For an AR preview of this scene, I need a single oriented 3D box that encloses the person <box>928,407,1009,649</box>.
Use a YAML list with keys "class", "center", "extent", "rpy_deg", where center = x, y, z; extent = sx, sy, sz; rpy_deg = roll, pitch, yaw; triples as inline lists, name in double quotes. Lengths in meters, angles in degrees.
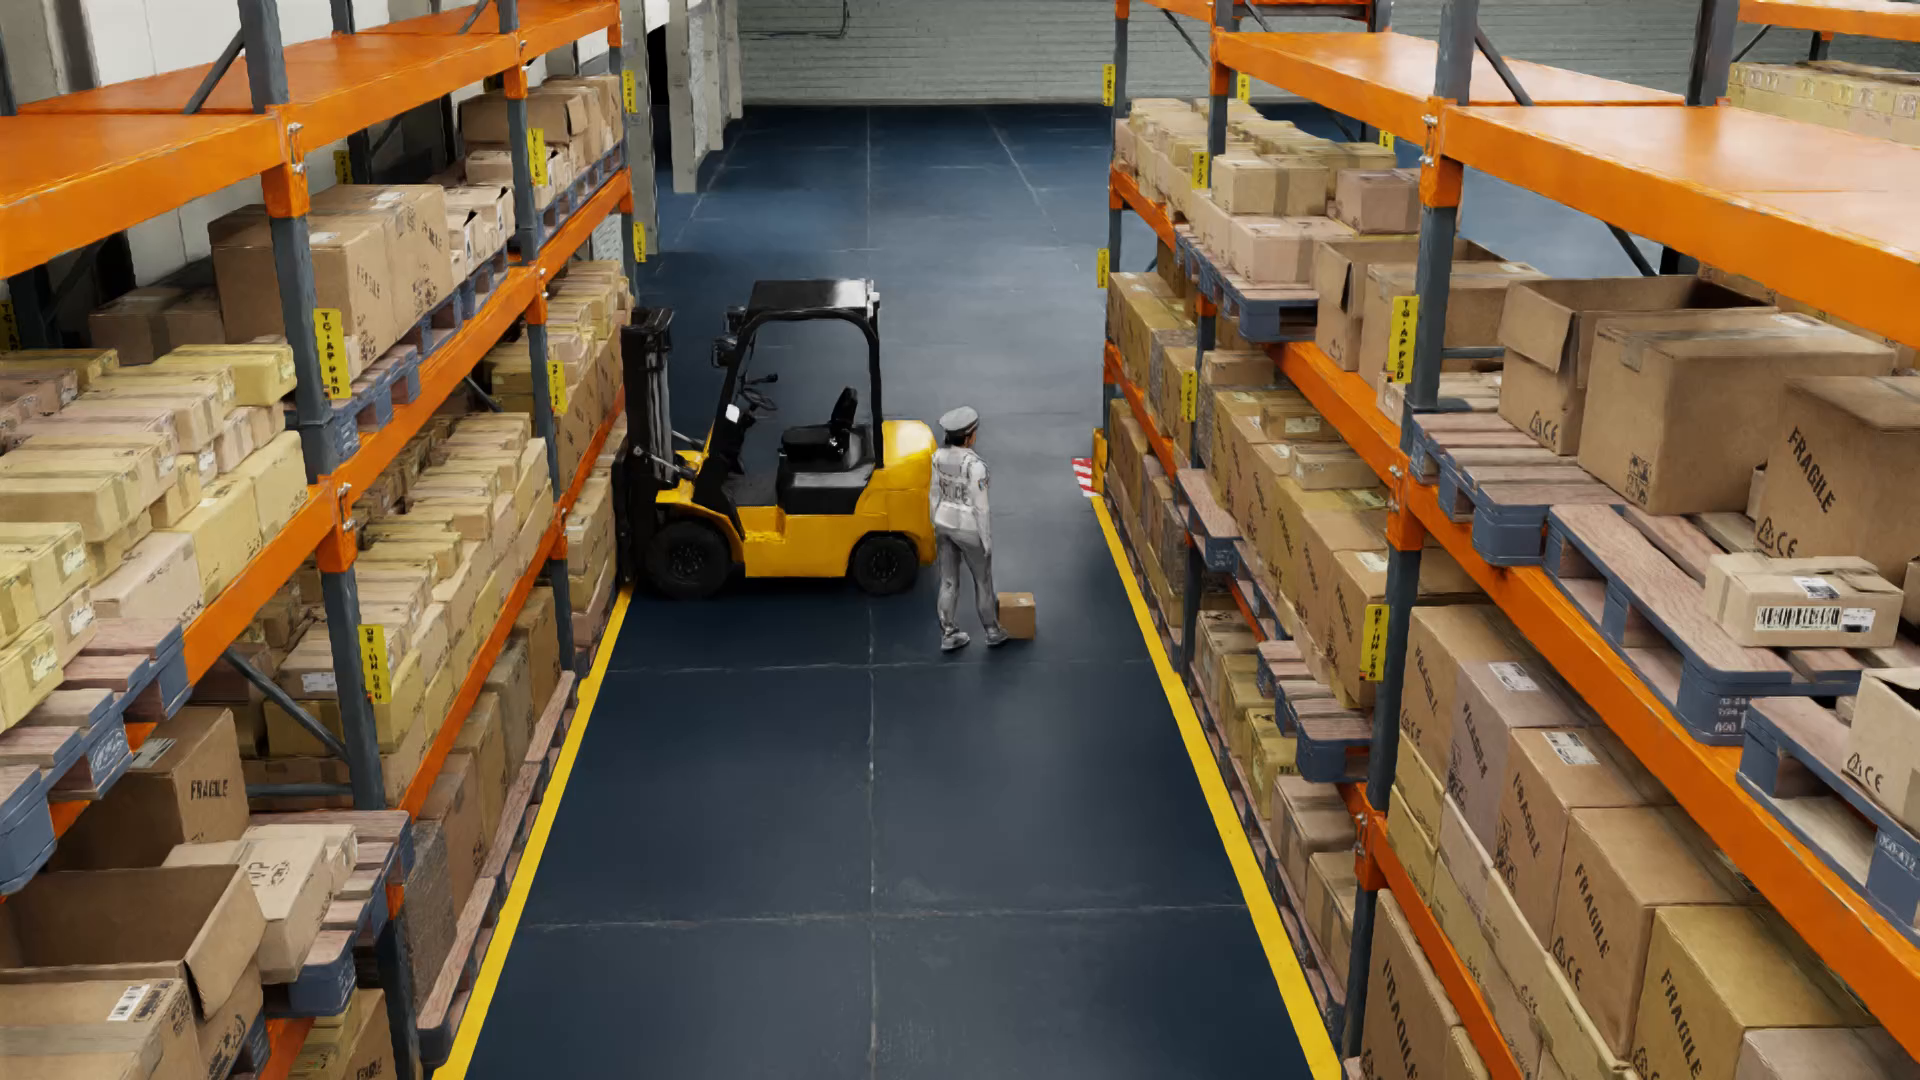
- class: "person"
  center: [0.059, -0.088, 11.256]
  extent: [0.484, 1.693, 0.526]
  rpy_deg: [16, 26, 36]
